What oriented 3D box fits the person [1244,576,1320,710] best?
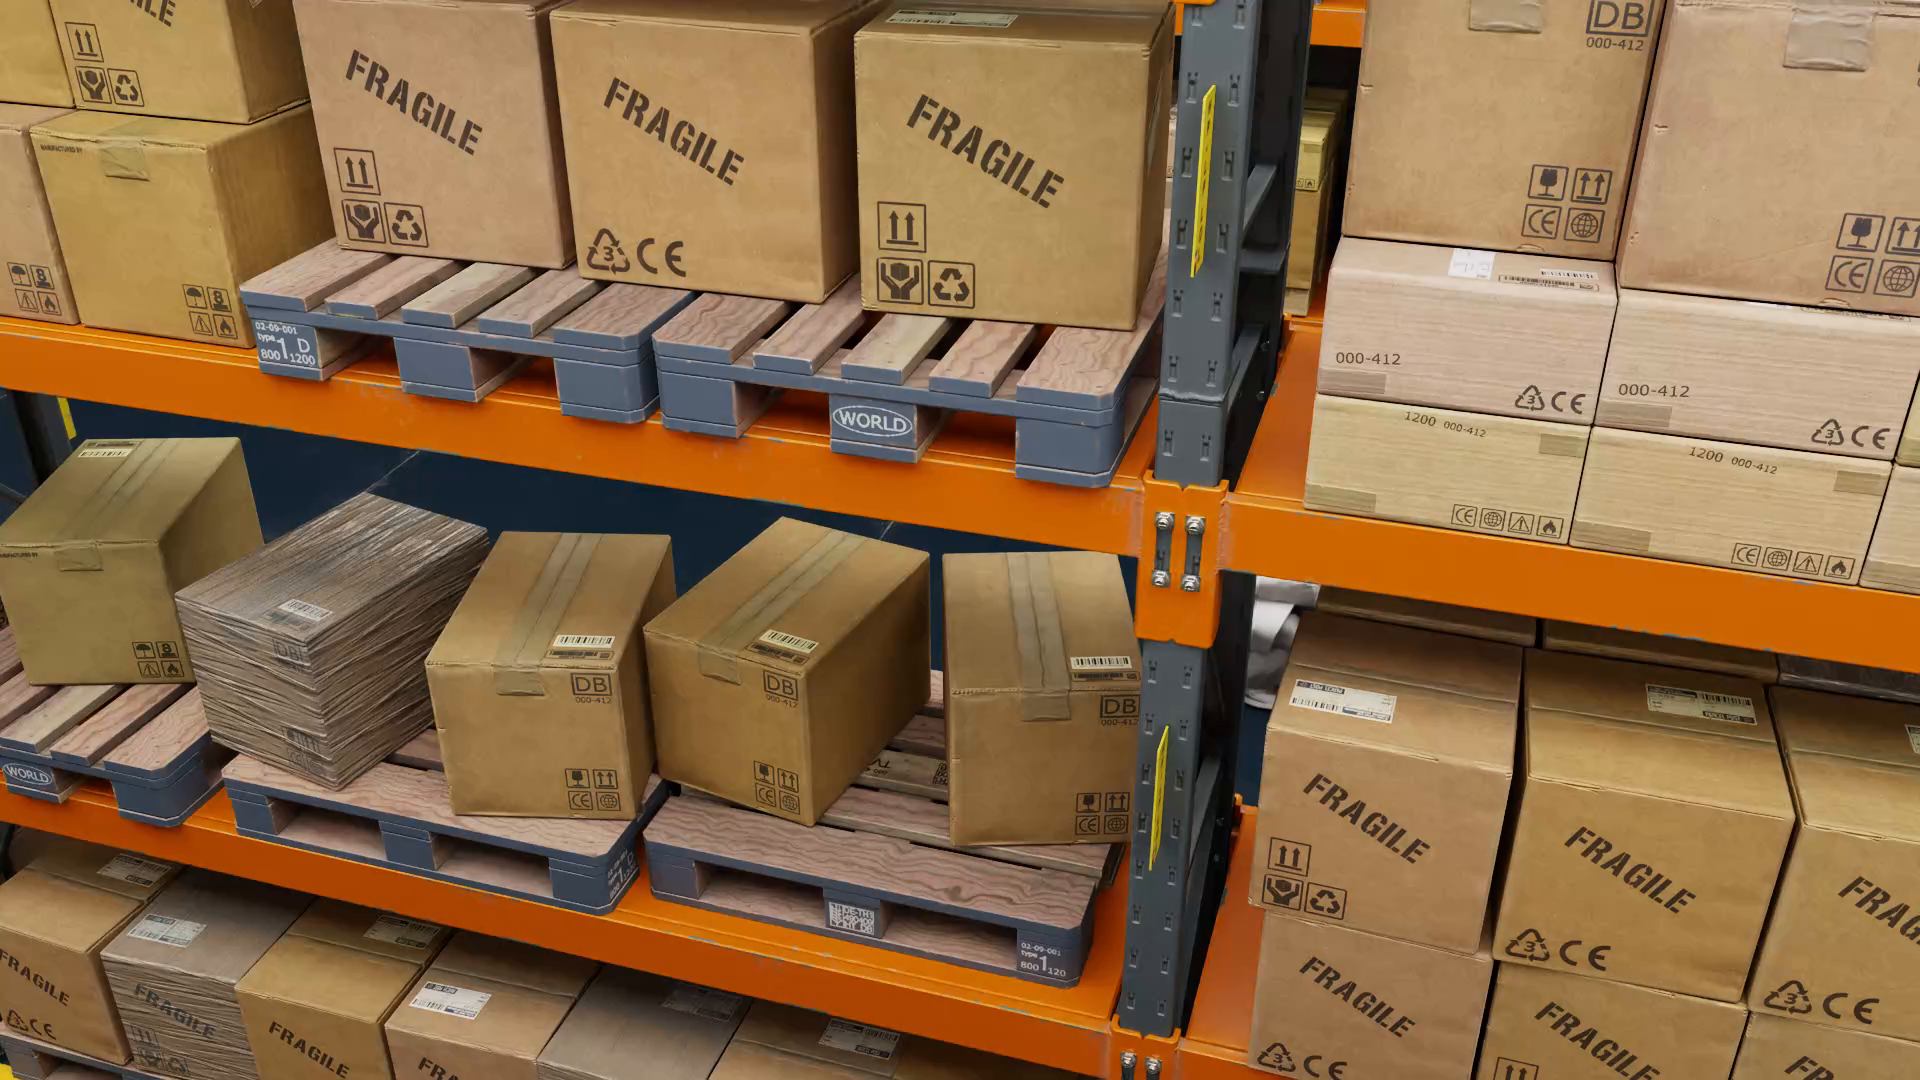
[{"bbox_3d":[1.523,0.362,7.528,0.933,0.810,0.570,8,30,14],"label":"person"}]
